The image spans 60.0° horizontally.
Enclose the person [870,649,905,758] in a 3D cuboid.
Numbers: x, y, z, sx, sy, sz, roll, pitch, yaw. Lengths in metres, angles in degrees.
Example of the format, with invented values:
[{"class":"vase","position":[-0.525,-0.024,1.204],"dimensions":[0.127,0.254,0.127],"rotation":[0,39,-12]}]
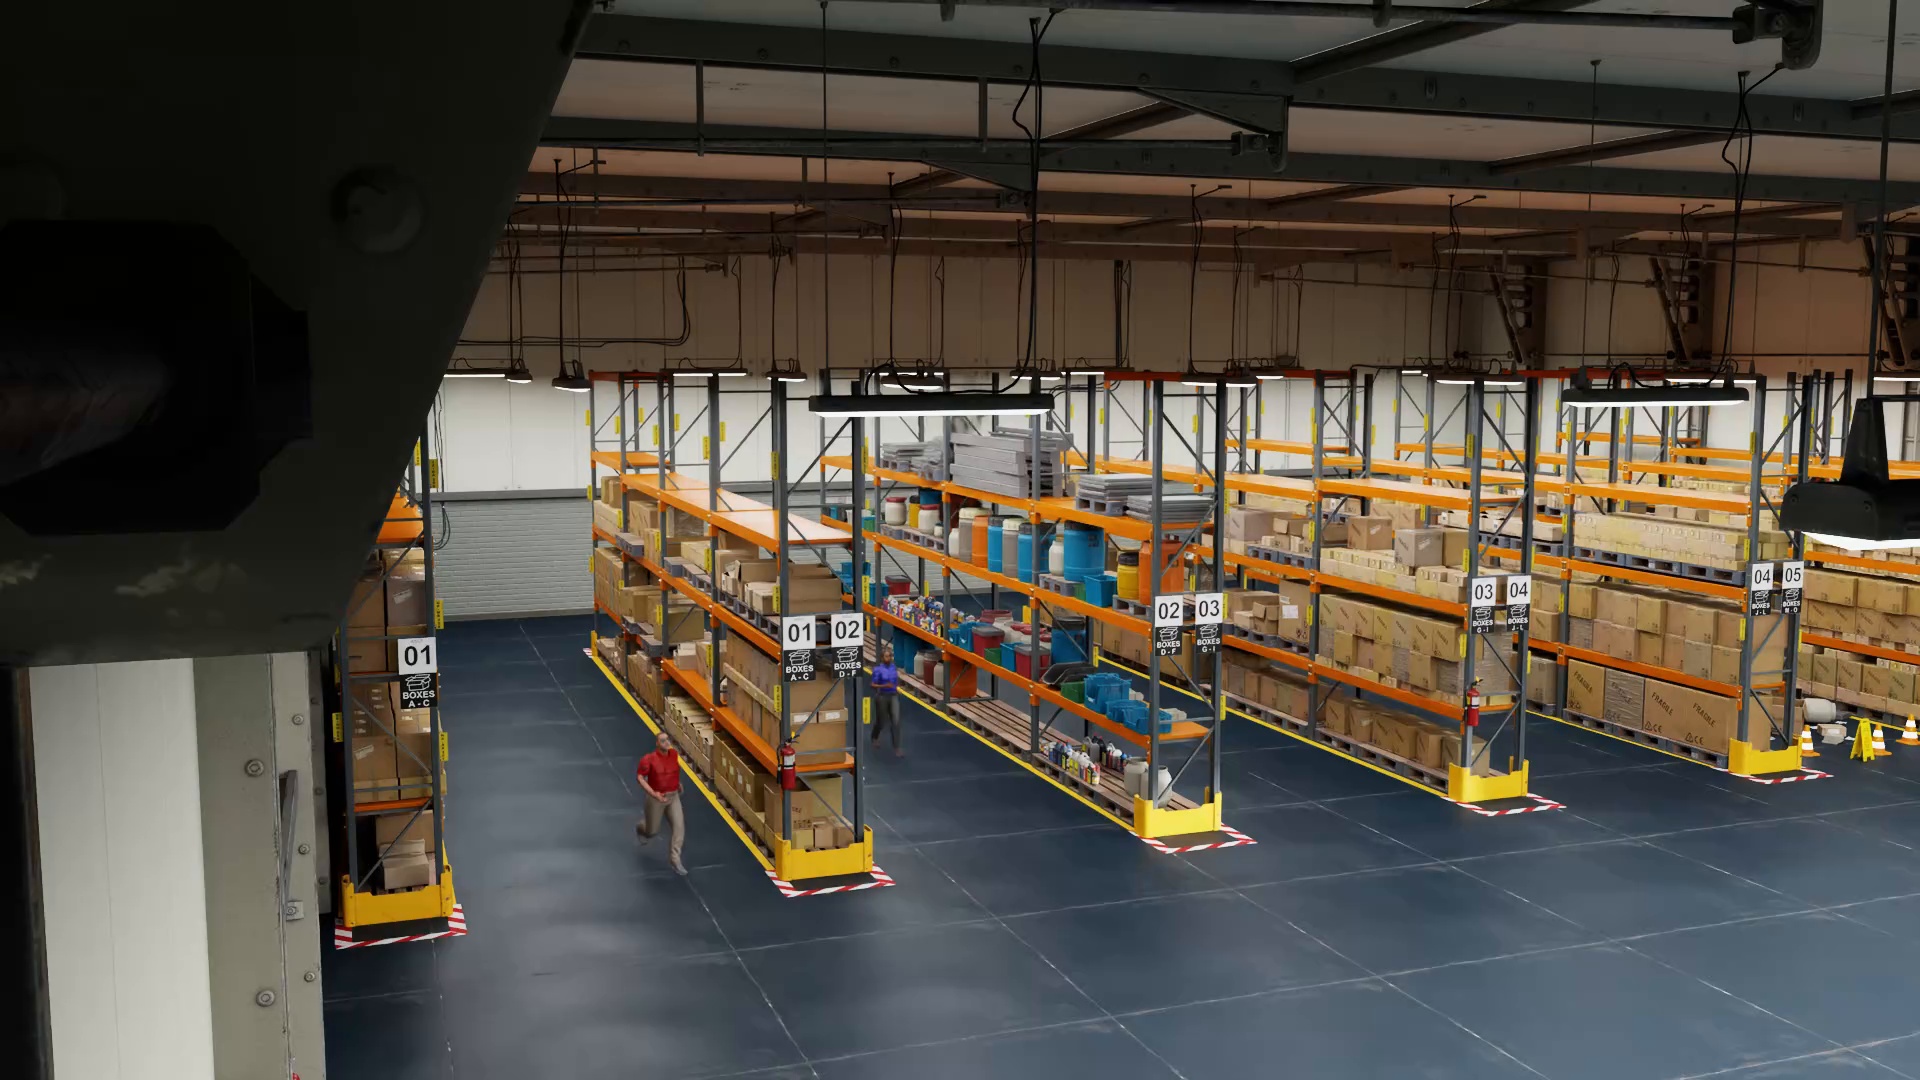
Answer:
[{"class":"person","position":[-1.155,2.552,26.285],"dimensions":[0.575,1.644,0.909],"rotation":[-4,7,-29]}]

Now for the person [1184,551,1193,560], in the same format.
[{"class":"person","position":[5.510,0.887,41.186],"dimensions":[0.795,1.707,0.776],"rotation":[-2,7,-16]}]

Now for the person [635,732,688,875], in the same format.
[{"class":"person","position":[-3.702,3.226,20.596],"dimensions":[0.643,1.715,1.026],"rotation":[-5,8,-35]}]
